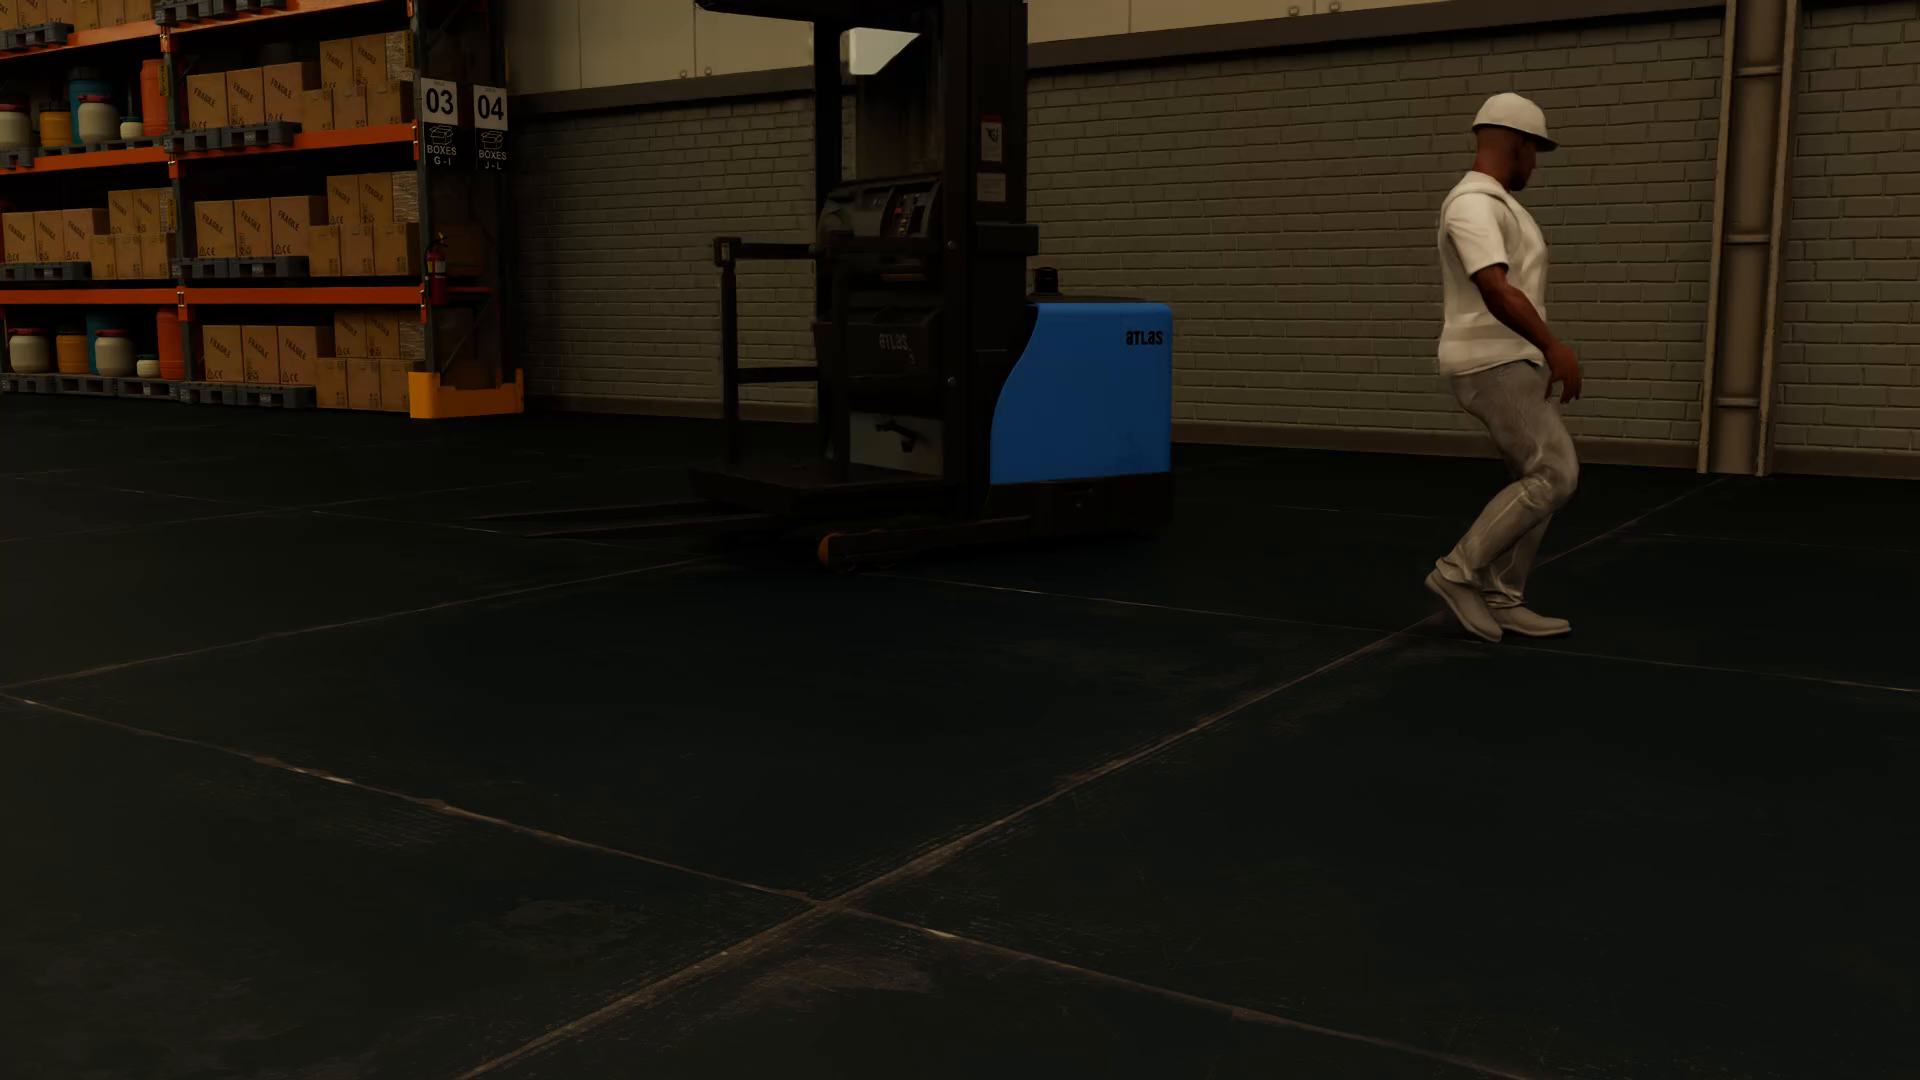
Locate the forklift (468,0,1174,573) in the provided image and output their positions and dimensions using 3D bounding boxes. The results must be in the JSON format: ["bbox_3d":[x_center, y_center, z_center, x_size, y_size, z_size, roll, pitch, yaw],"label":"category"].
[{"bbox_3d":[-0.528,-1.401,7.048,3.031,2.935,1.130,-5,10,-33],"label":"forklift"}]

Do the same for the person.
[{"bbox_3d":[1.781,-0.556,5.376,0.490,1.732,0.816,4,9,26],"label":"person"}]
